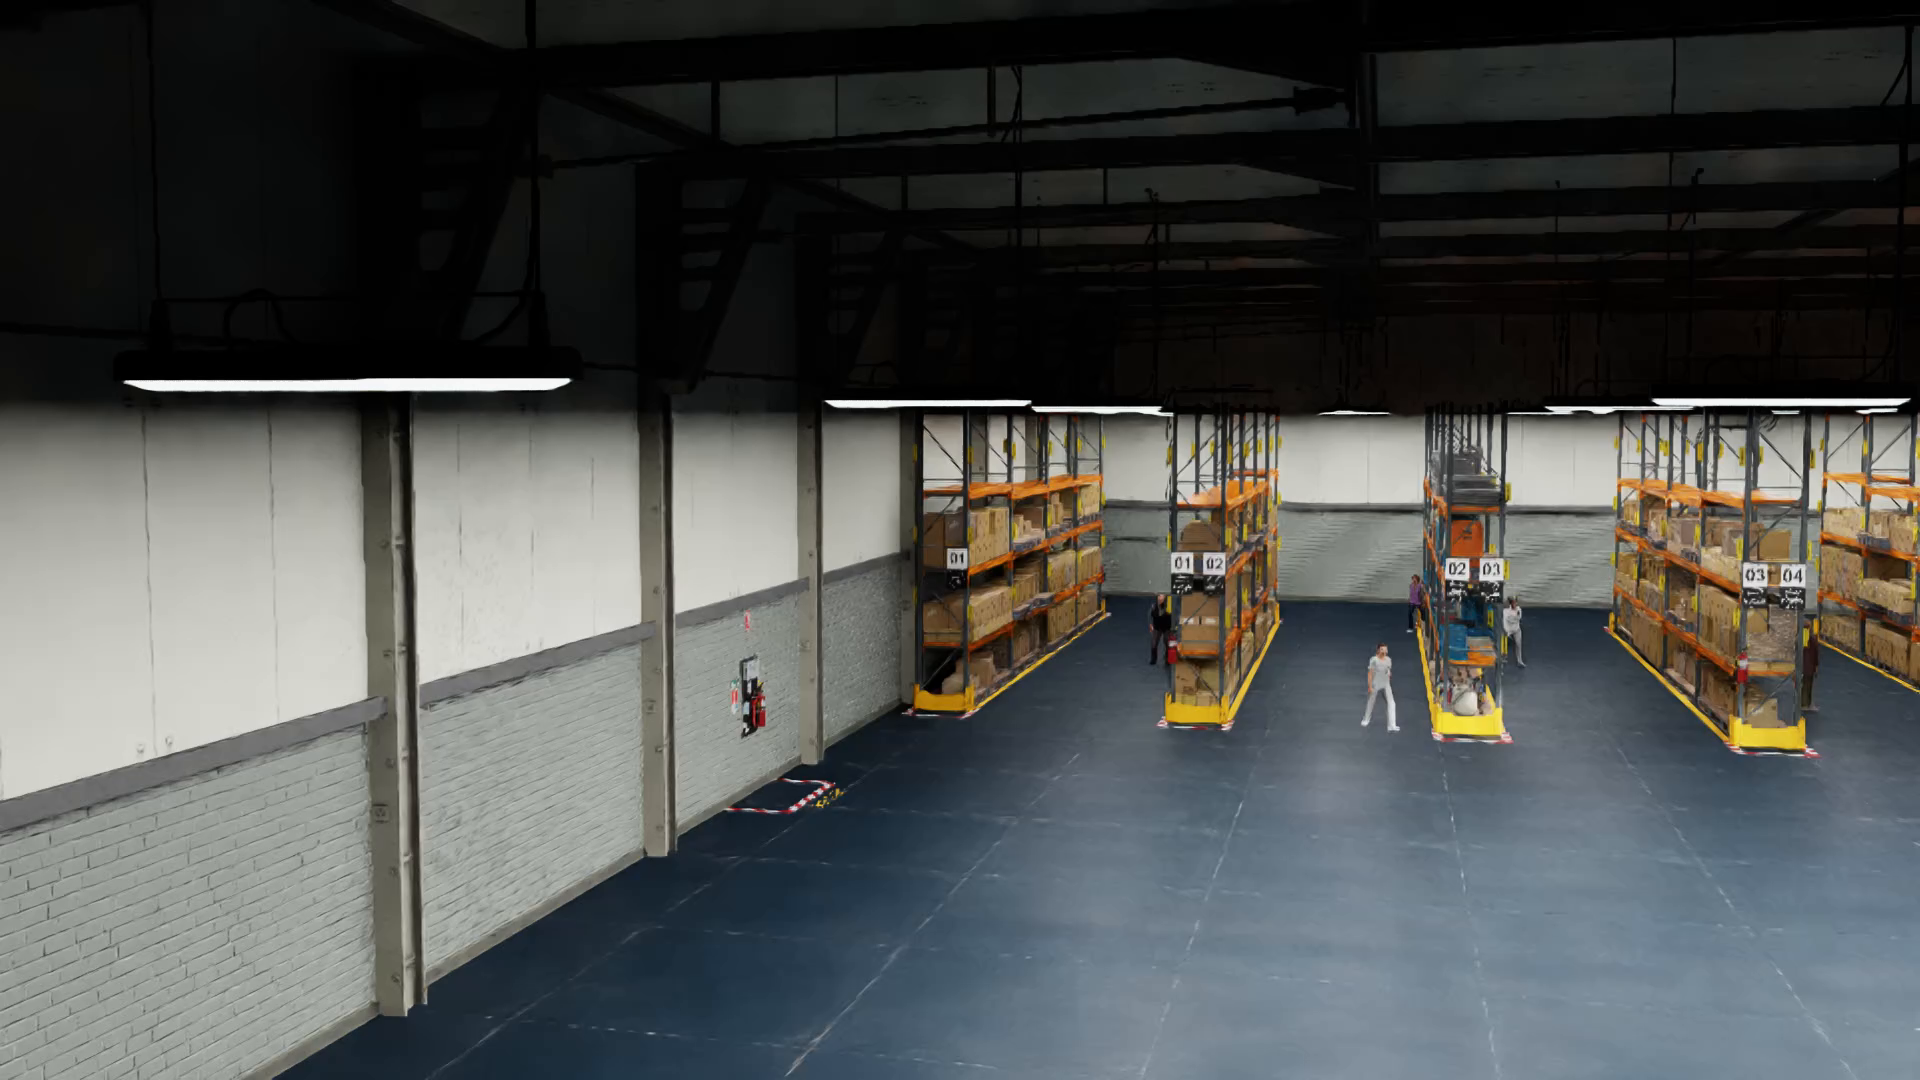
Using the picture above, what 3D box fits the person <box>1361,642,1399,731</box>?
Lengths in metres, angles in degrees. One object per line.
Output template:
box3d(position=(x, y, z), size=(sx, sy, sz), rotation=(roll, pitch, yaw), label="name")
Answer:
box3d(position=(7.709, 2.662, 30.533), size=(0.483, 1.618, 0.956), rotation=(-1, 4, -7), label="person")

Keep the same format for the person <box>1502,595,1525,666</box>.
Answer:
box3d(position=(12.720, 2.063, 38.319), size=(0.483, 1.616, 0.995), rotation=(0, 4, 5), label="person")

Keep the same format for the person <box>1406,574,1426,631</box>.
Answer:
box3d(position=(12.249, 1.720, 44.502), size=(0.465, 1.426, 0.872), rotation=(3, 5, 32), label="person")

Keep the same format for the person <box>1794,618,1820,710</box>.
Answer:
box3d(position=(16.583, 2.414, 32.542), size=(0.505, 1.779, 0.632), rotation=(-1, 4, -16), label="person")

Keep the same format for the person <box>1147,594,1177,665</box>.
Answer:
box3d(position=(4.658, 2.060, 38.384), size=(0.677, 1.674, 0.534), rotation=(1, 4, 13), label="person")
